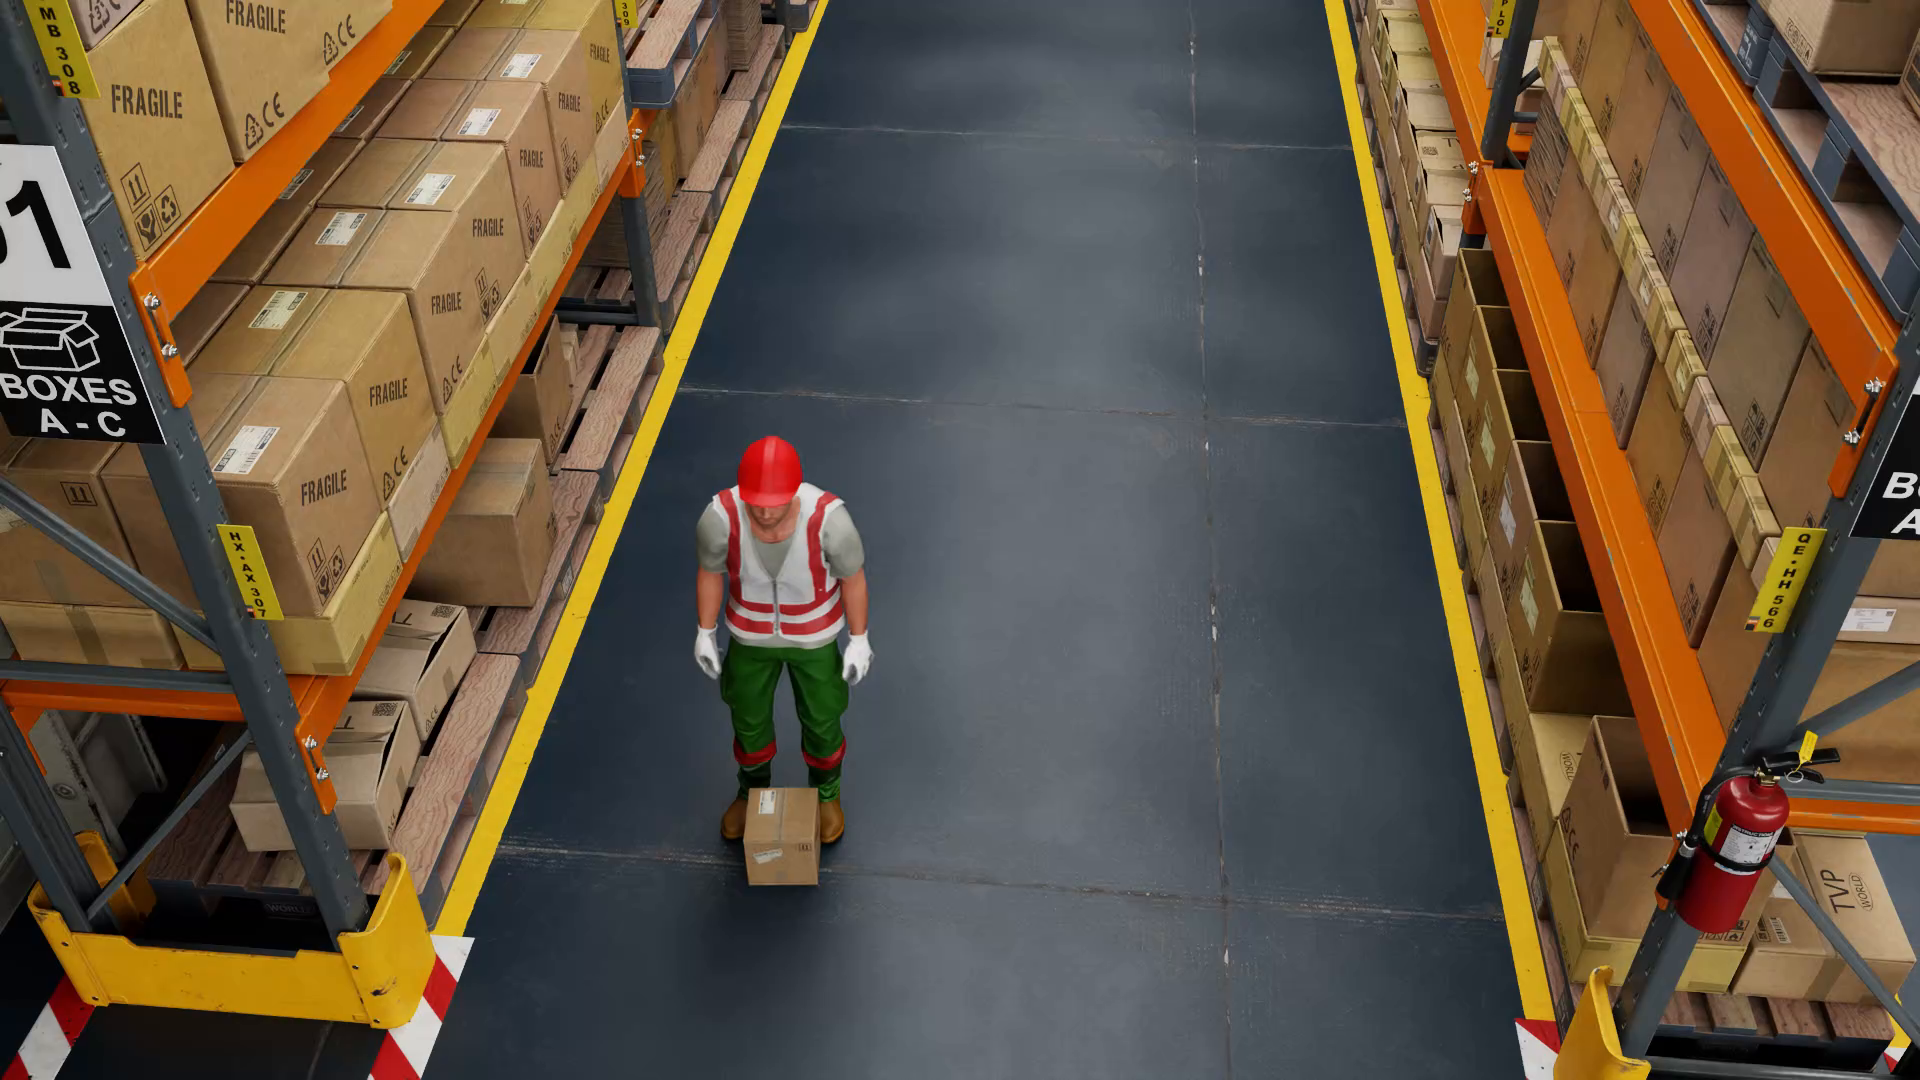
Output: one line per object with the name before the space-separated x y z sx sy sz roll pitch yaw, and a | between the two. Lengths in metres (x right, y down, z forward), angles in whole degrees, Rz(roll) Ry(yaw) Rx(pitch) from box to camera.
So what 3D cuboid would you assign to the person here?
person | -0.610 0.347 5.726 0.620 1.779 0.454 2 40 3
